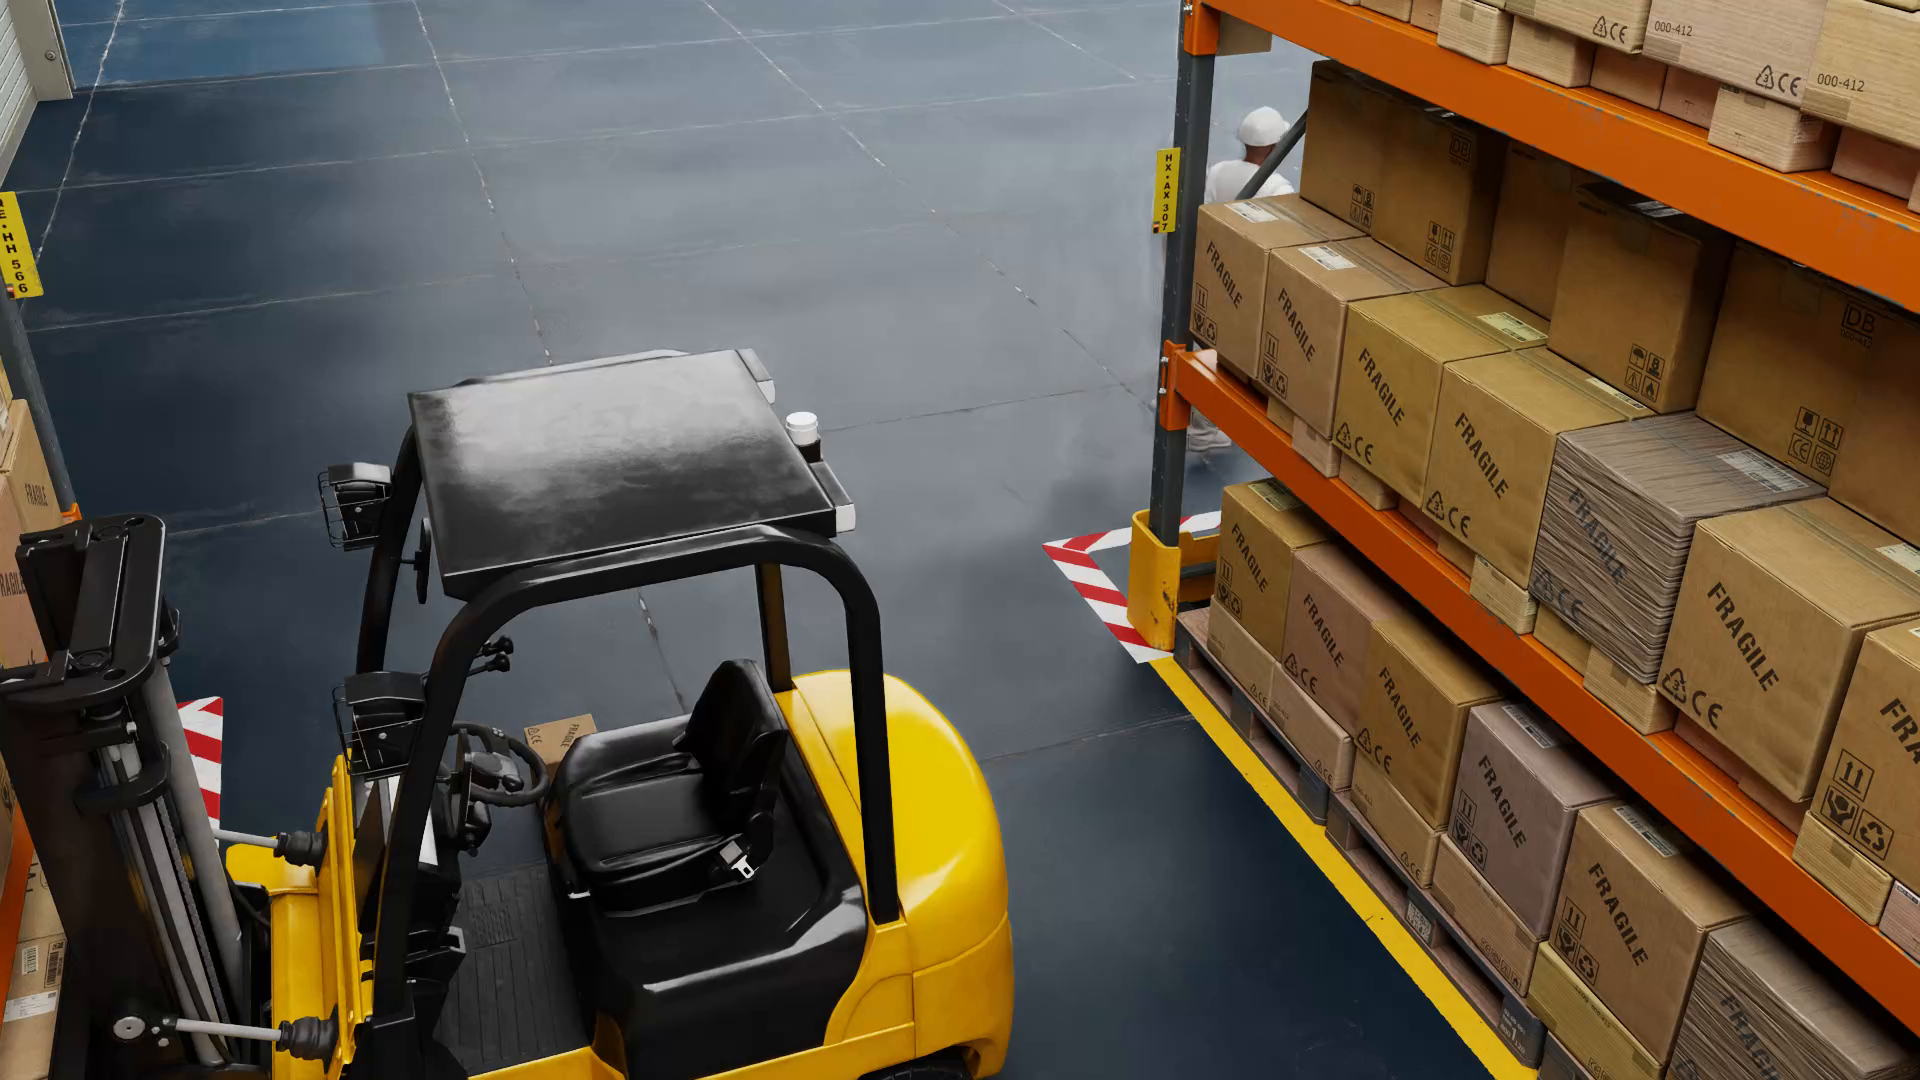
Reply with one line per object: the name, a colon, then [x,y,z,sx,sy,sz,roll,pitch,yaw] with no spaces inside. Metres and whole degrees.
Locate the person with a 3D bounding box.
person: [1.503,-1.334,8.431,0.904,1.749,0.570,-20,35,-31]
